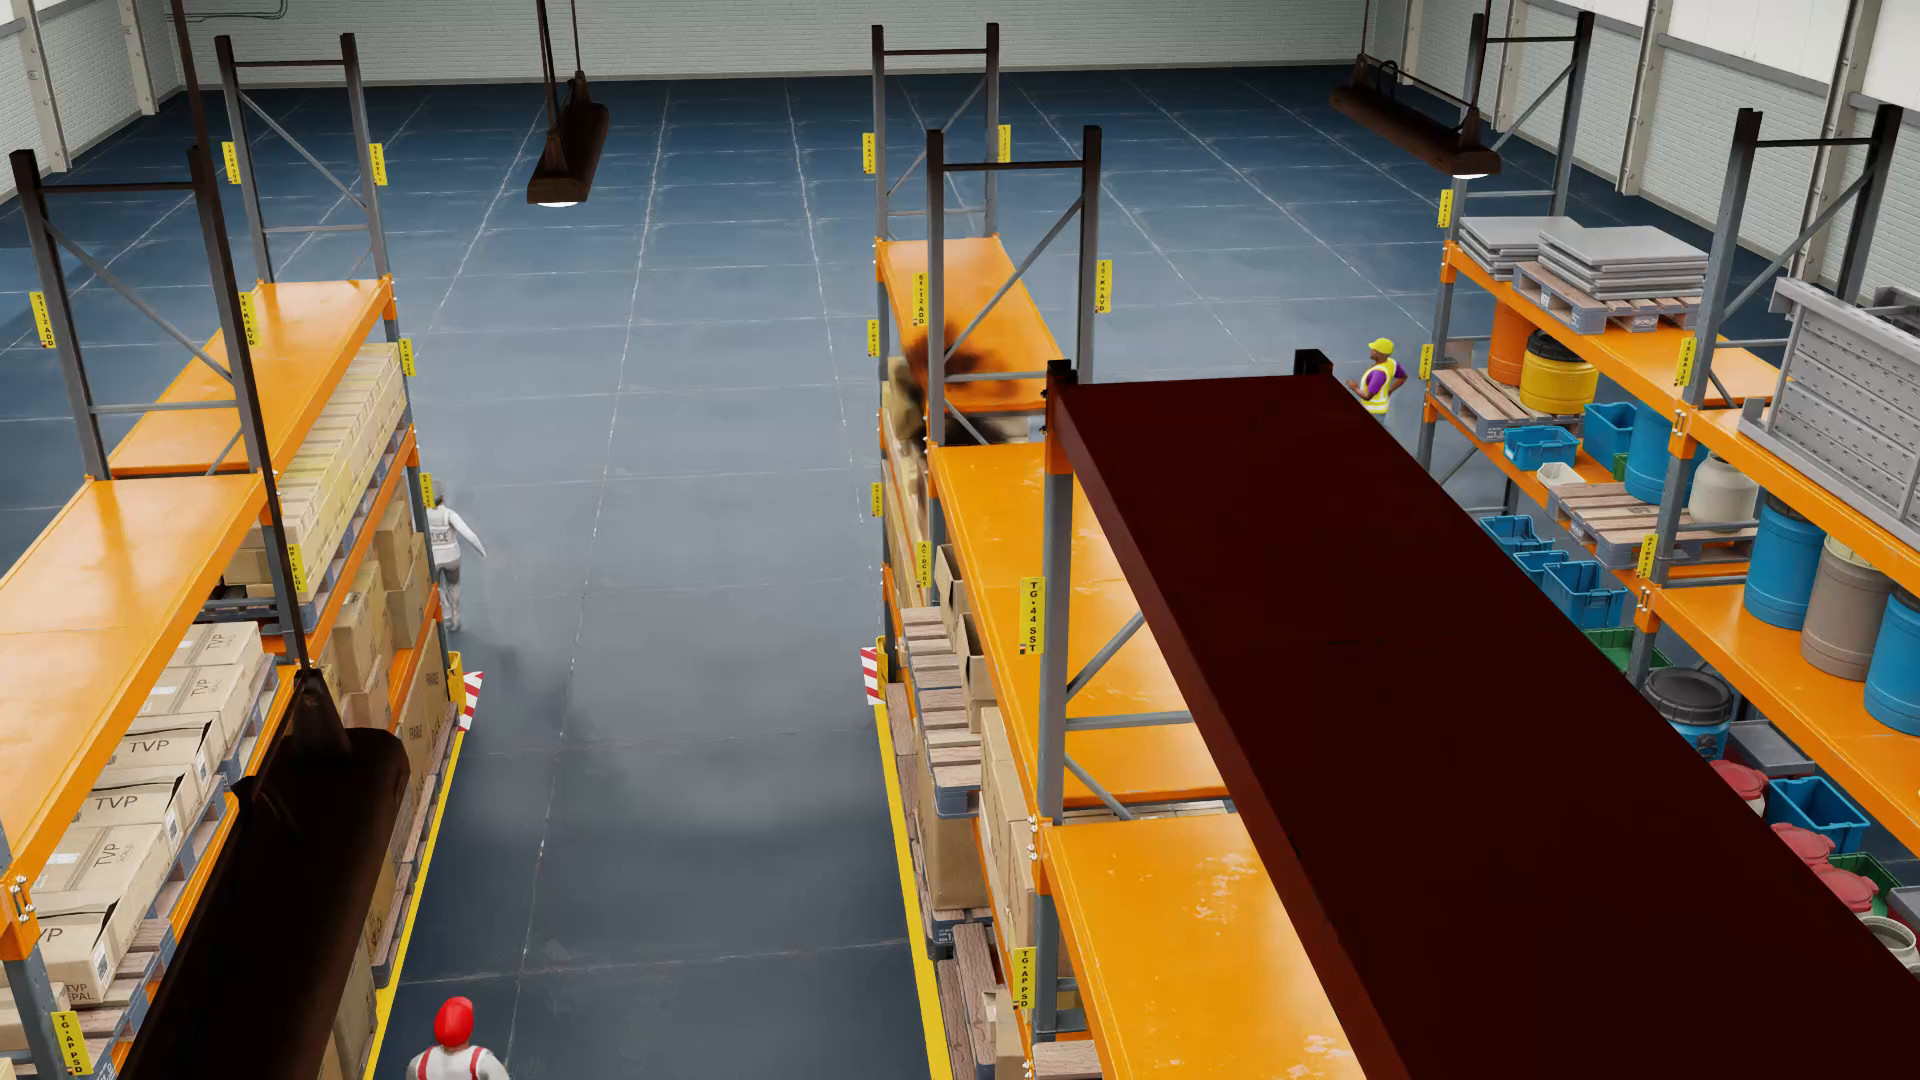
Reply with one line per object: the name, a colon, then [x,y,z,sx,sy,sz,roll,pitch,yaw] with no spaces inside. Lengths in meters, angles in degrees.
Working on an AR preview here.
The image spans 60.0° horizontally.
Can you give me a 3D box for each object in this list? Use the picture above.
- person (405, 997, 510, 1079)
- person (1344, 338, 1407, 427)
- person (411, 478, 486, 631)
person: [-2.655,3.260,9.099,0.631,1.856,0.737,-3,26,-6]
person: [4.871,-1.527,19.596,0.903,1.783,0.690,9,27,19]
person: [-5.037,0.168,16.290,0.753,1.661,0.498,-8,27,-15]
